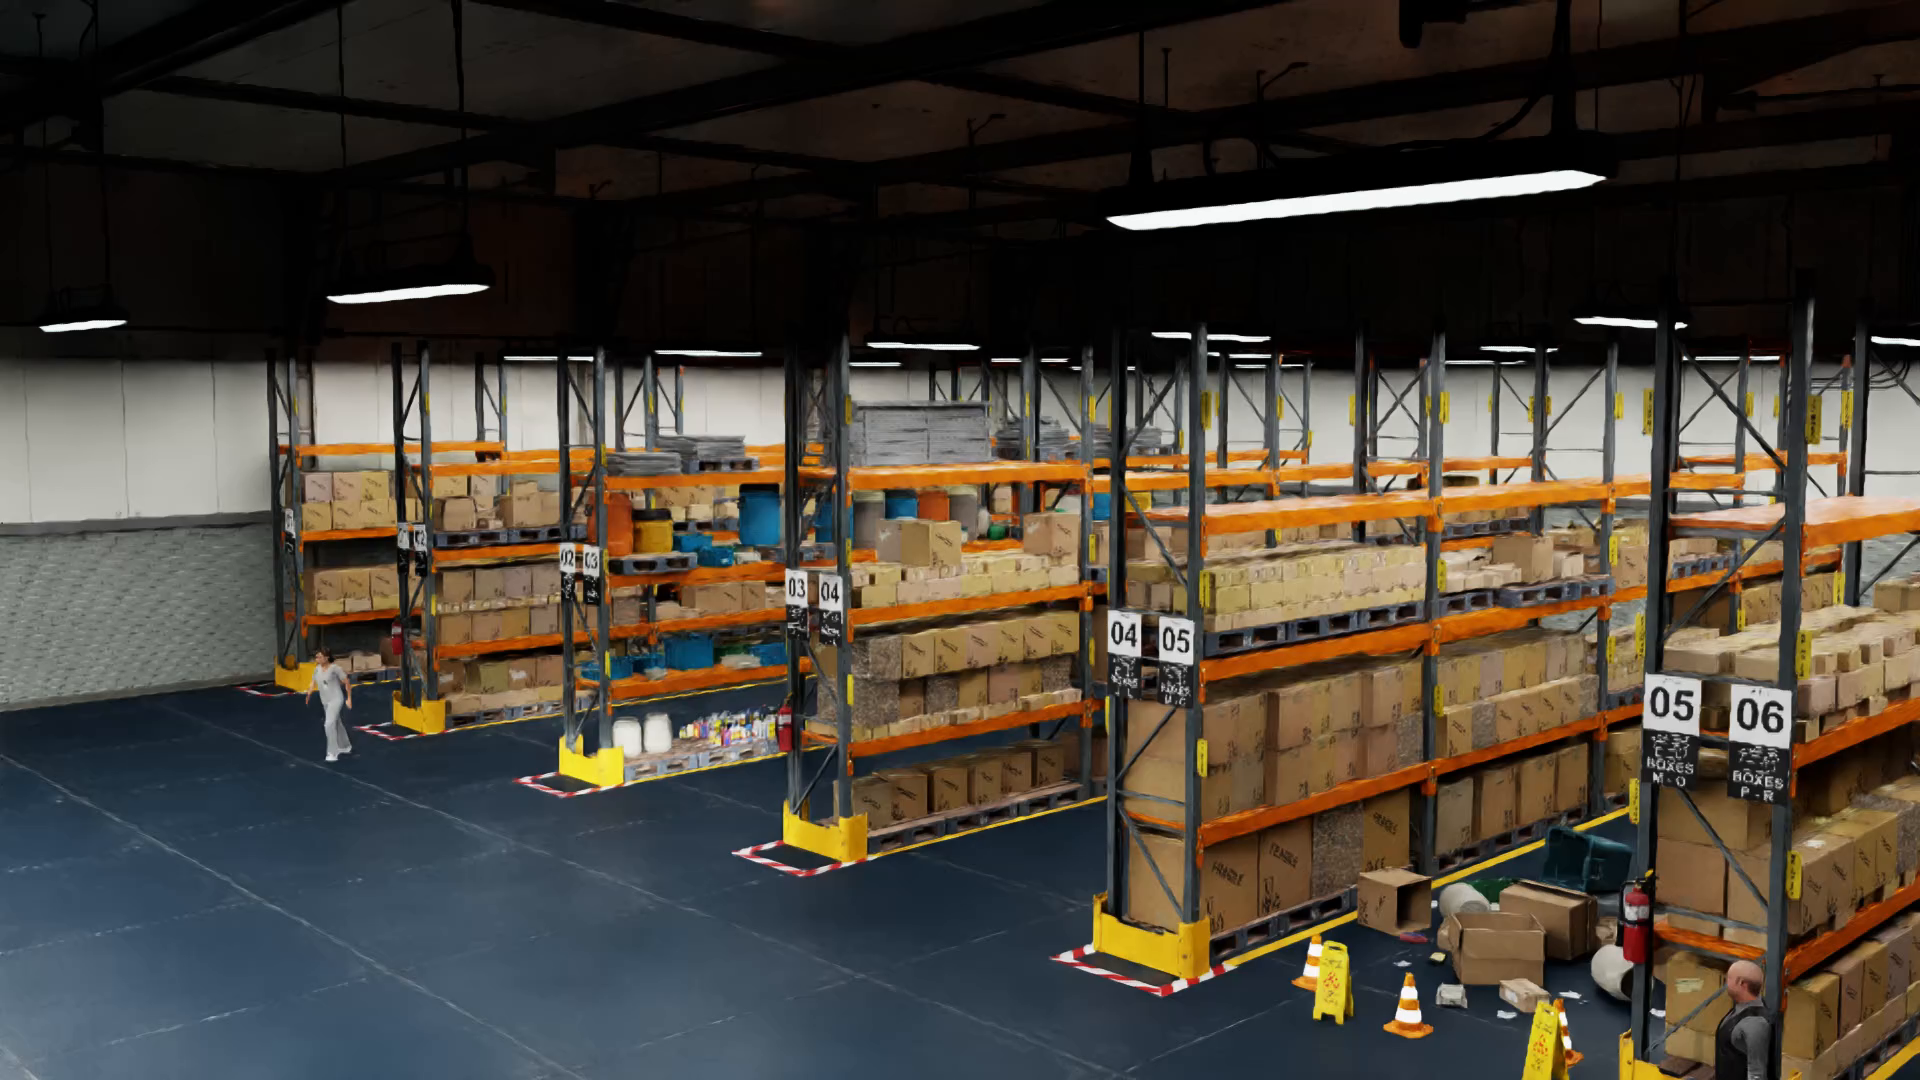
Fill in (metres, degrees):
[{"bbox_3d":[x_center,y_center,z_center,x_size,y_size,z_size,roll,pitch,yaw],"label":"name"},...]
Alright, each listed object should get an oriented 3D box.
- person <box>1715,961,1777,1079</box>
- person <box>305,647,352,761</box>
[{"bbox_3d":[4.891,3.440,10.185,0.544,1.714,0.631,2,5,17],"label":"person"},{"bbox_3d":[-8.931,2.308,23.681,0.603,1.610,0.797,3,6,28],"label":"person"}]
